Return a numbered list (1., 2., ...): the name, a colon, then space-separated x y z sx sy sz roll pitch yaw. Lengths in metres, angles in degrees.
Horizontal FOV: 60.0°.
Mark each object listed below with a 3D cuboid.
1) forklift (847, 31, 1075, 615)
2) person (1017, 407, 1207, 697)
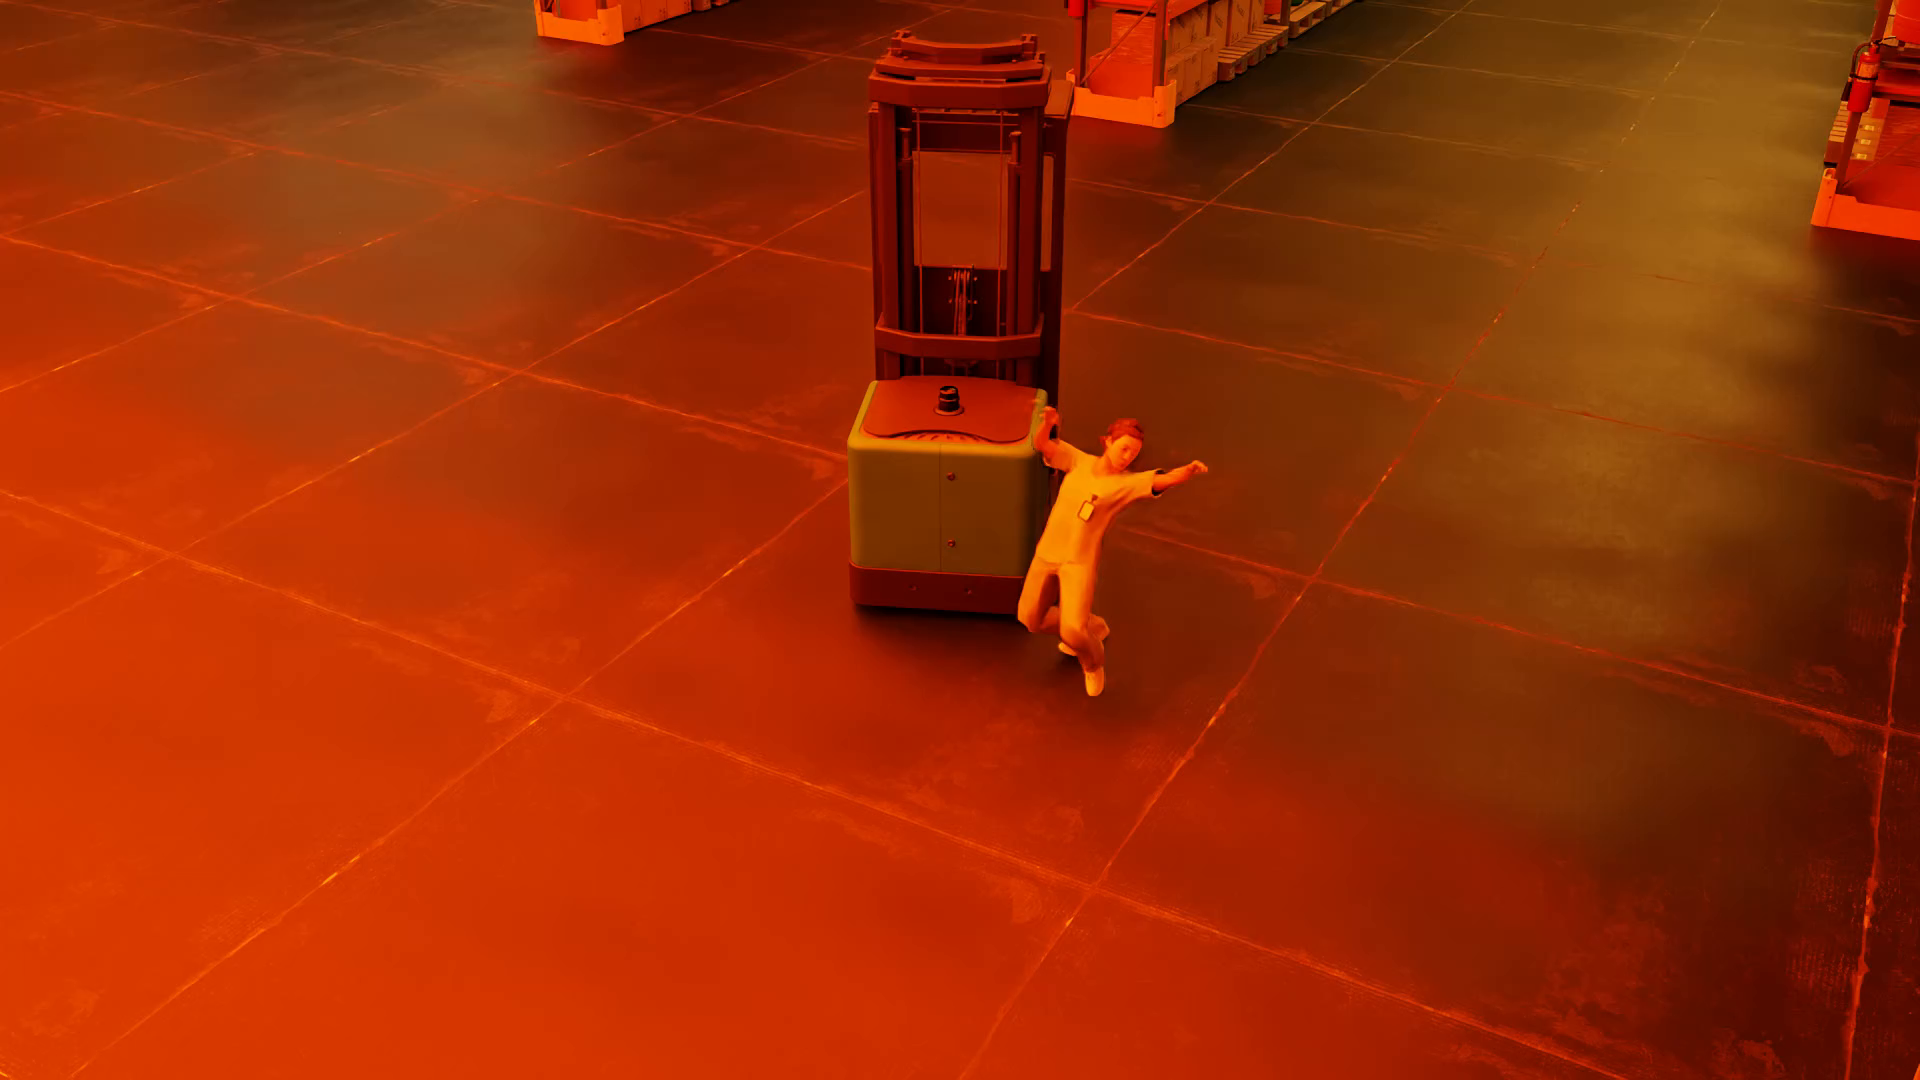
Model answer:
1. forklift: 0.072 -1.572 9.794 1.130 2.935 3.031 3 30 6
2. person: 0.733 0.072 8.333 0.951 1.566 0.781 25 38 36
